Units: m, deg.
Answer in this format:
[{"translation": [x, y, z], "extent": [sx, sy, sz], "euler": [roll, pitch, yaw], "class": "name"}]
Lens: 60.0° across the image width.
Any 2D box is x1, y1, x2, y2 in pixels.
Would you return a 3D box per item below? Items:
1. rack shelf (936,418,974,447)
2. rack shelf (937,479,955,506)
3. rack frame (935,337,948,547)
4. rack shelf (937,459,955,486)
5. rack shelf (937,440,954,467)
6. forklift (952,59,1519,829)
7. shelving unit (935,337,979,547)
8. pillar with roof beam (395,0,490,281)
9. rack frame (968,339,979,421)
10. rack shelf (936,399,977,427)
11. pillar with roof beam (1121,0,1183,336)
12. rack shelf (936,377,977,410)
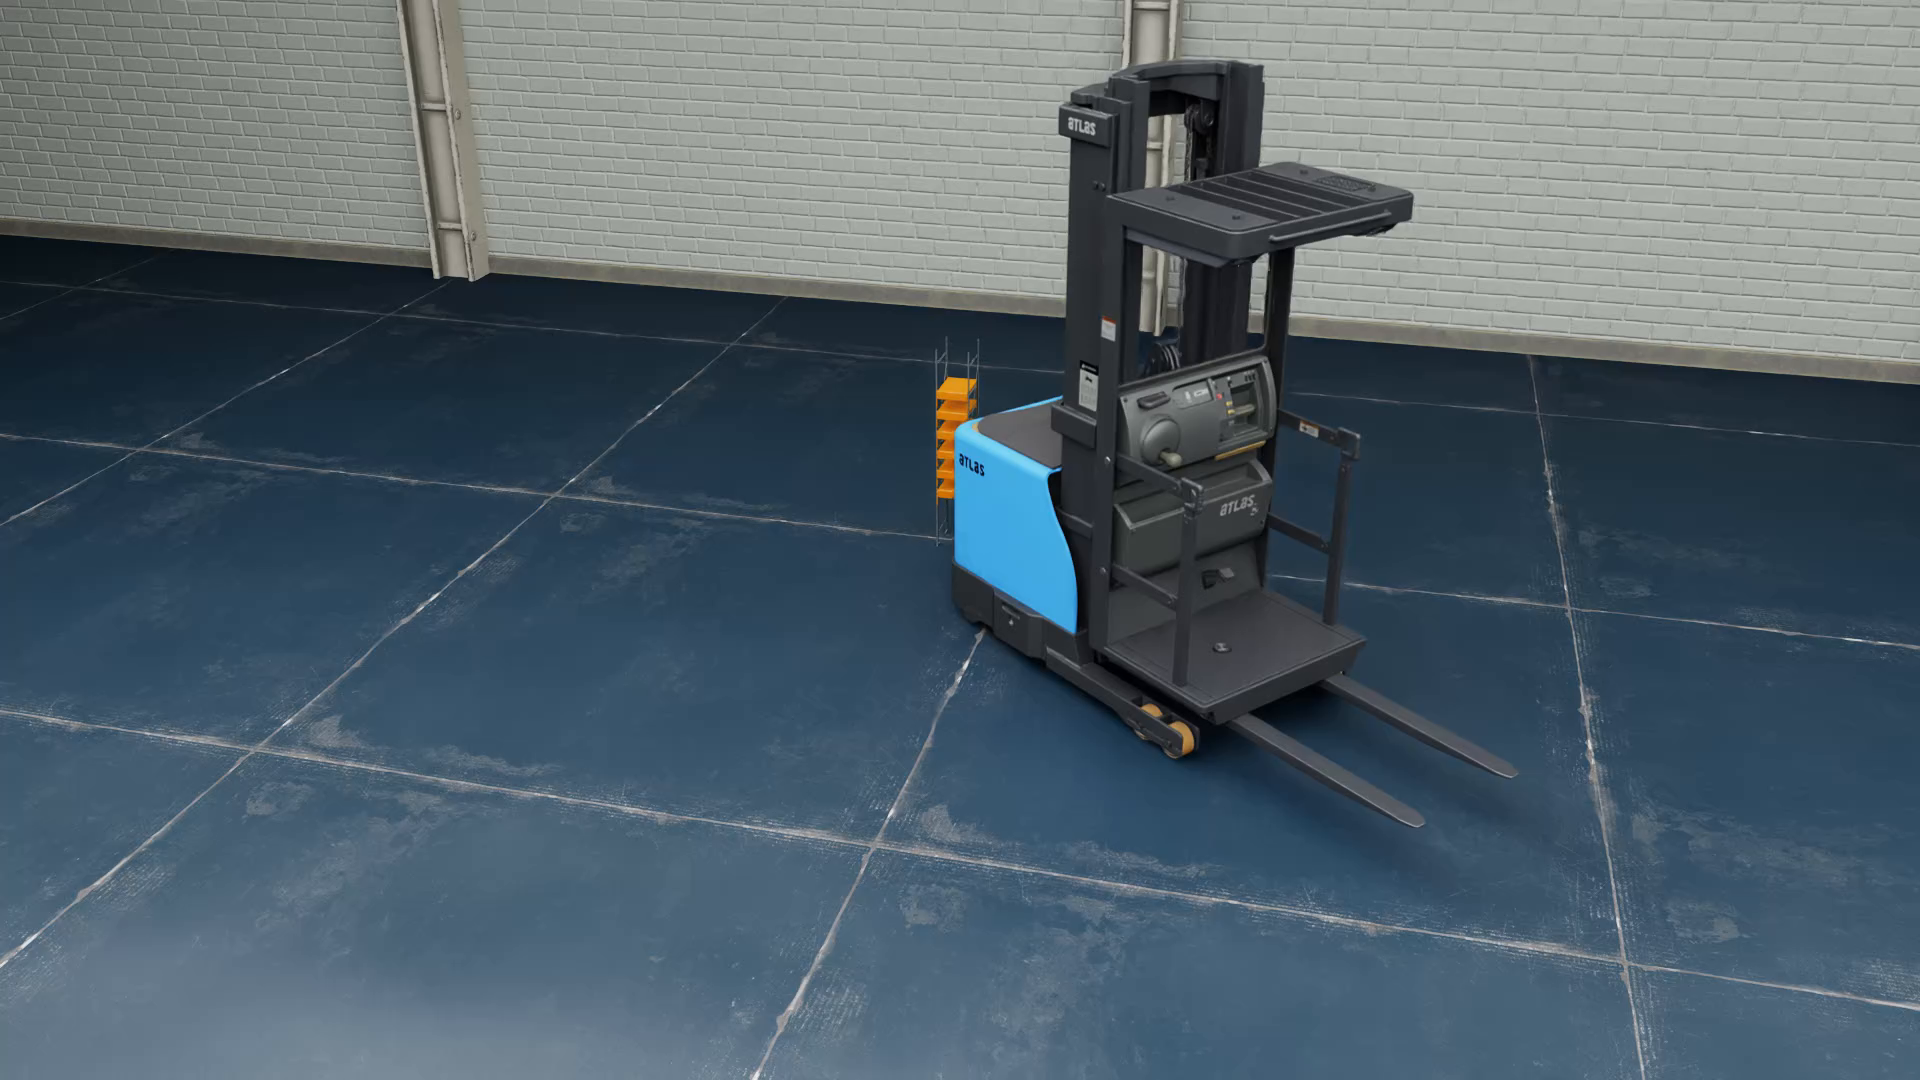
[{"translation": [-0.014, -0.612, 9.463], "extent": [0.180, 0.103, 0.258], "euler": [6, 26, 13], "class": "rack shelf"}, {"translation": [-0.014, -0.286, 9.618], "extent": [0.180, 0.103, 0.258], "euler": [6, 26, 13], "class": "rack shelf"}, {"translation": [-0.103, -0.553, 9.516], "extent": [0.006, 1.200, 0.240], "euler": [6, 26, 13], "class": "rack frame"}, {"translation": [-0.014, -0.395, 9.566], "extent": [0.180, 0.103, 0.258], "euler": [6, 26, 13], "class": "rack shelf"}, {"translation": [-0.014, -0.503, 9.514], "extent": [0.180, 0.103, 0.258], "euler": [6, 26, 13], "class": "rack shelf"}, {"translation": [1.233, -0.559, 7.514], "extent": [1.130, 2.935, 3.031], "euler": [-18, 31, -32], "class": "forklift"}, {"translation": [-0.014, -0.543, 9.495], "extent": [0.189, 1.200, 0.258], "euler": [6, 26, 13], "class": "shelving unit"}, {"translation": [-5.457, -4.609, 8.962], "extent": [0.400, 9.000, 9.100], "euler": [6, 26, 13], "class": "pillar with roof beam"}, {"translation": [0.075, -0.533, 9.475], "extent": [0.006, 1.200, 0.240], "euler": [6, 26, 13], "class": "rack frame"}, {"translation": [-0.014, -0.720, 9.411], "extent": [0.180, 0.103, 0.258], "euler": [6, 26, 13], "class": "rack shelf"}, {"translation": [0.353, -3.967, 7.613], "extent": [0.400, 9.000, 9.100], "euler": [6, 26, 13], "class": "pillar with roof beam"}, {"translation": [-0.014, -0.828, 9.360], "extent": [0.180, 0.103, 0.258], "euler": [6, 26, 13], "class": "rack shelf"}]
